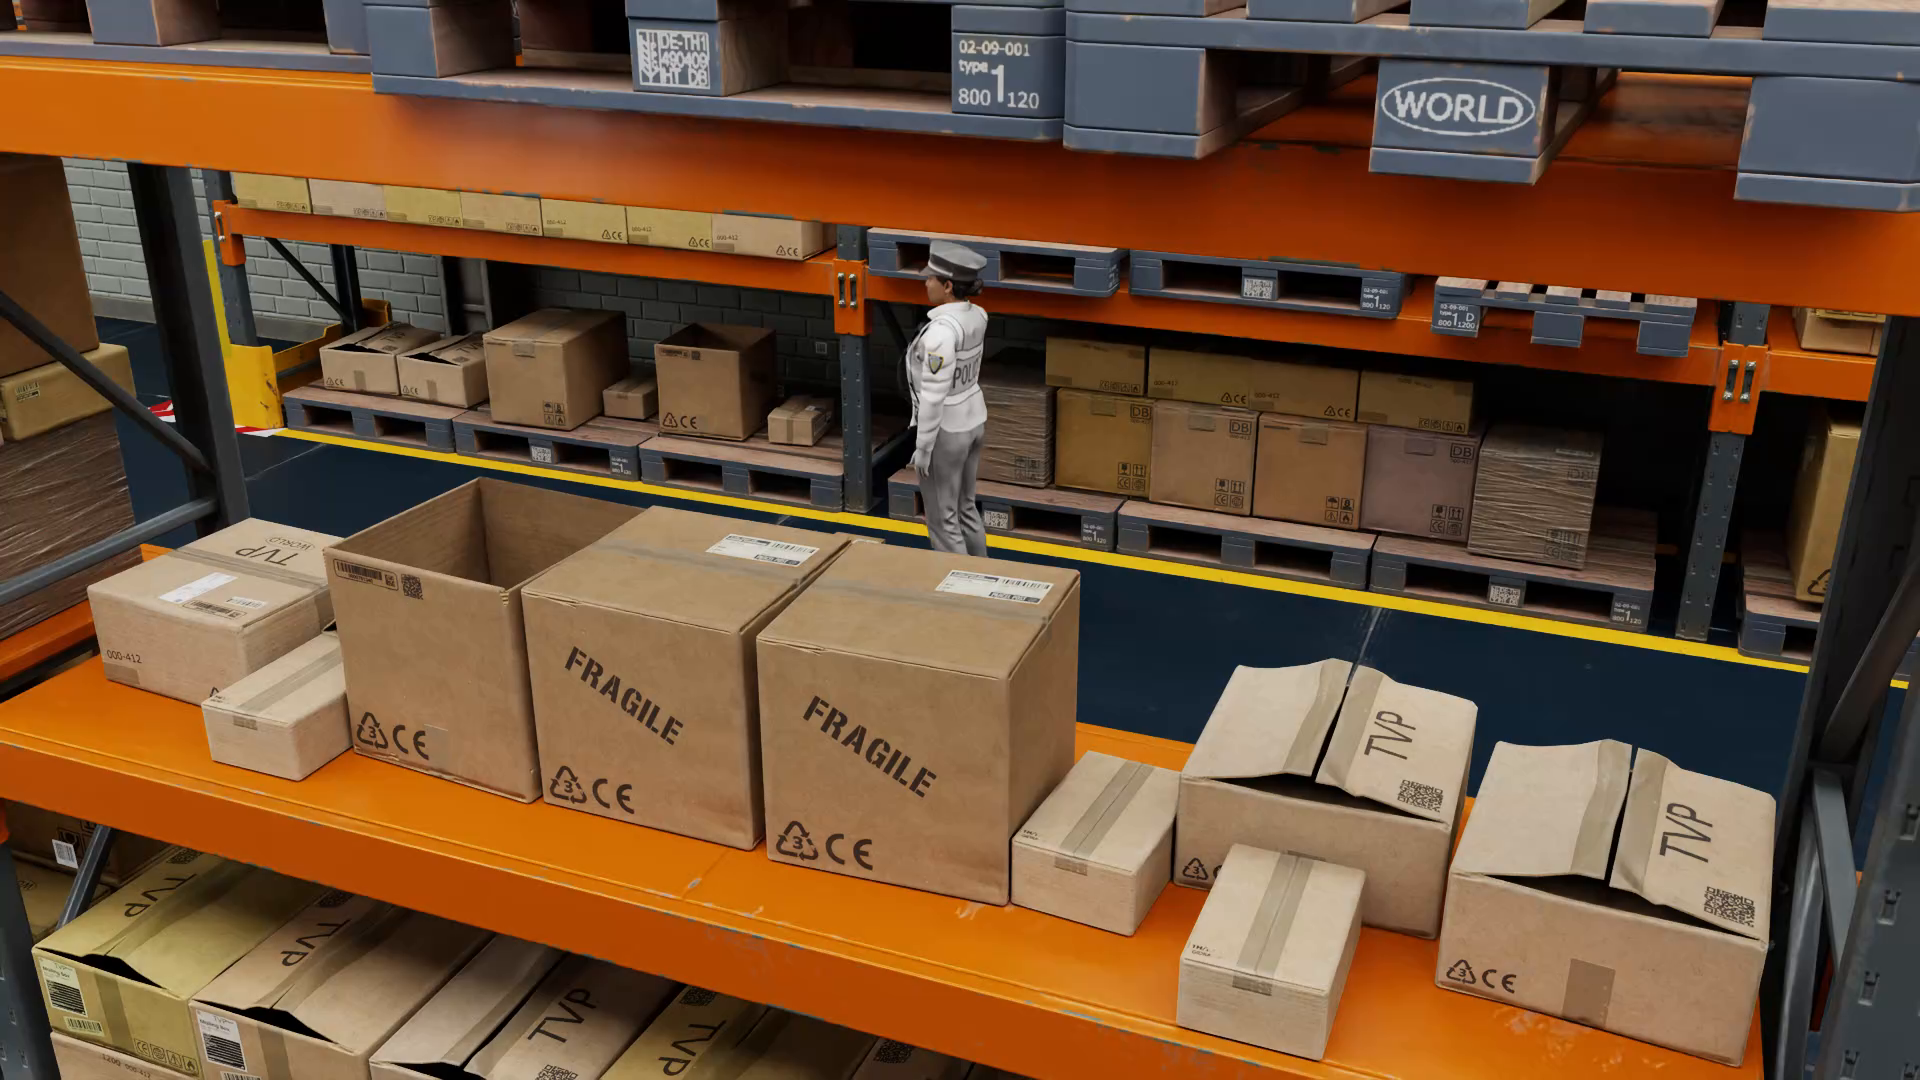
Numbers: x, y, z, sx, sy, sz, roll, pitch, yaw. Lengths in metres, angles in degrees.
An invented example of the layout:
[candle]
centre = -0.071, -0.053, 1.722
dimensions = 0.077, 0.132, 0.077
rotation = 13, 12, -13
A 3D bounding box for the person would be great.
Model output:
[person]
centre = -0.059, -0.449, 7.157
dimensions = 0.344, 1.689, 0.465
rotation = 9, 24, 21
